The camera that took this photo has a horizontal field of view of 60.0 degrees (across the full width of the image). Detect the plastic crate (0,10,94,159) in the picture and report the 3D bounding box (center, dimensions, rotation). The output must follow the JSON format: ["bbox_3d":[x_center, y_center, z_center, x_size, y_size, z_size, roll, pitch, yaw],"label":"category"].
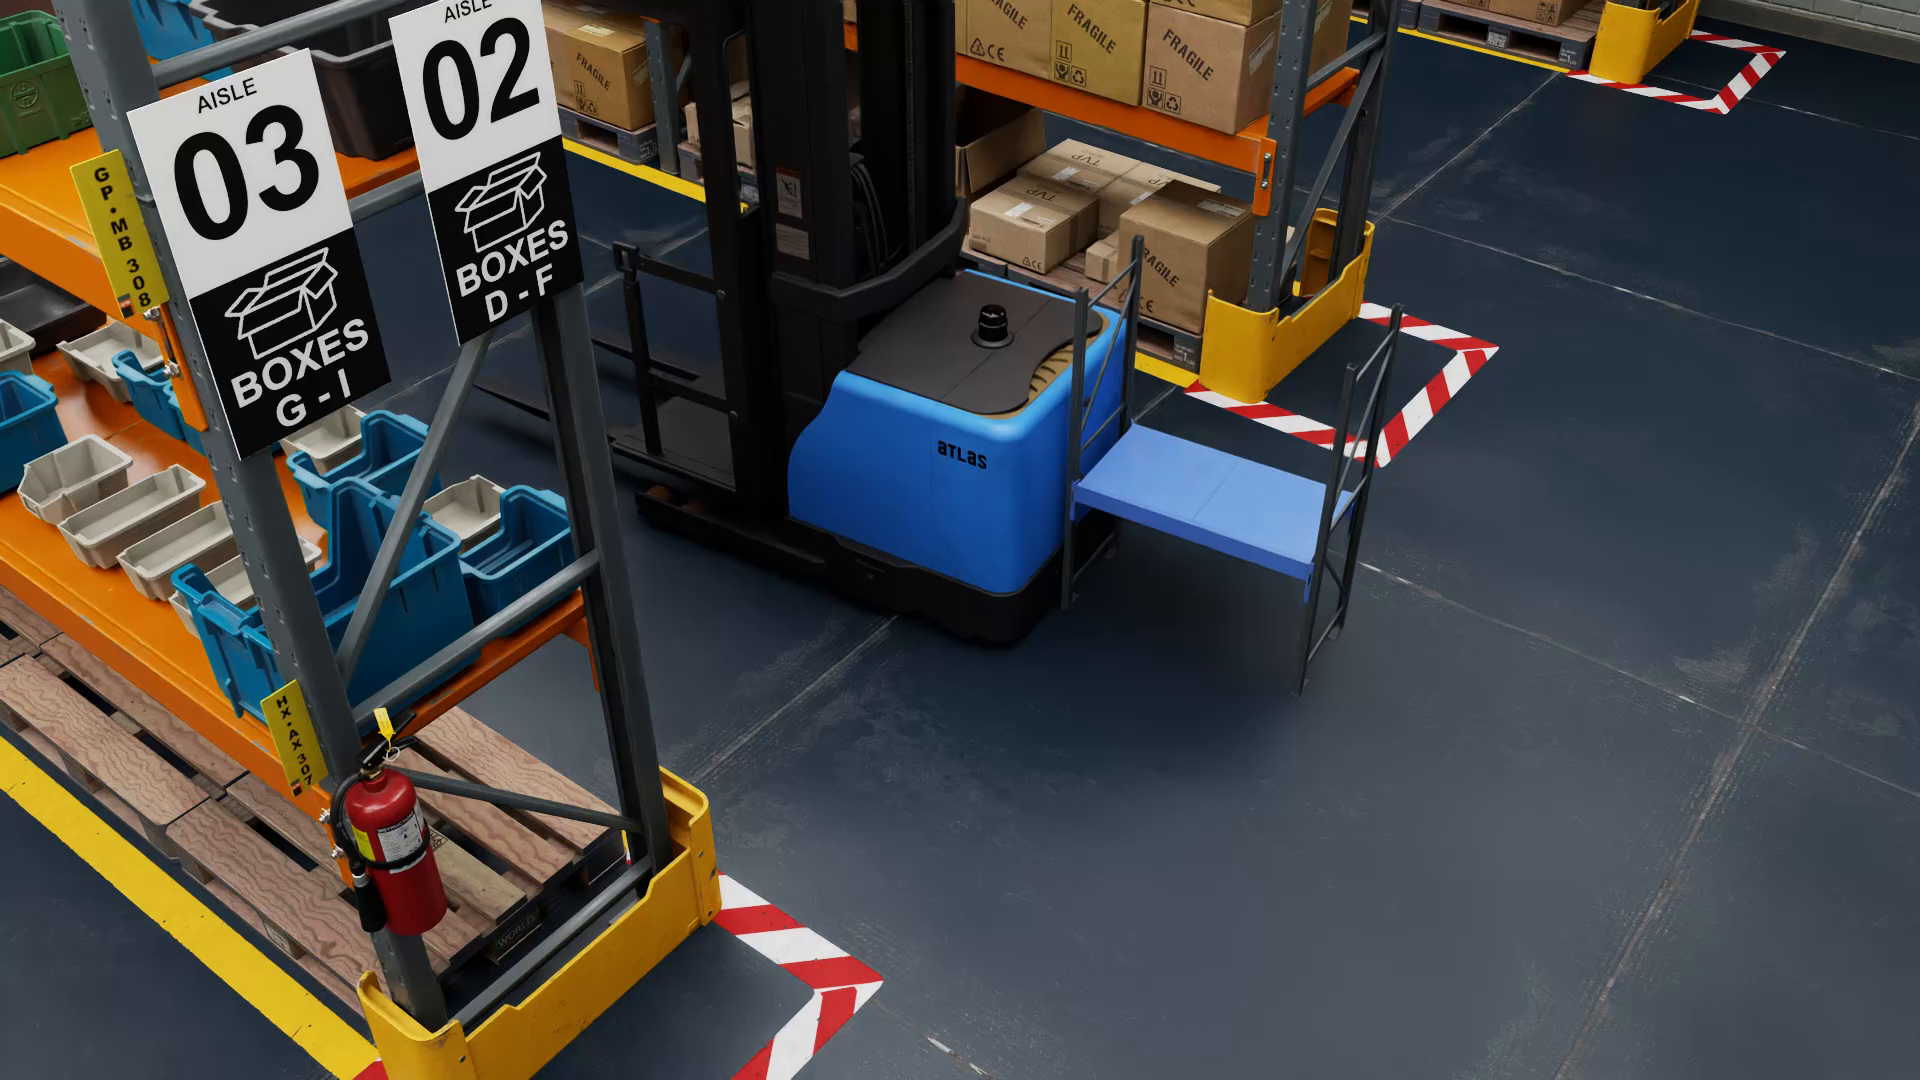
[{"bbox_3d":[-2.259,-1.051,3.898,0.336,0.188,0.450,25,45,29],"label":"plastic crate"}]

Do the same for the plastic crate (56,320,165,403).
[{"bbox_3d":[-2.914,-0.637,5.796,0.466,0.136,0.293,25,45,29],"label":"plastic crate"}]

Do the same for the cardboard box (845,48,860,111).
[{"bbox_3d":[-0.842,-2.761,10.014,0.500,0.500,0.500,25,45,29],"label":"cardboard box"}]

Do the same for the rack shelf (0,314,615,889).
[{"bbox_3d":[-2.891,-0.190,5.643,4.000,0.370,1.077,25,45,29],"label":"rack shelf"}]

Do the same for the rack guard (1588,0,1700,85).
[{"bbox_3d":[4.736,-3.582,11.419,0.348,0.500,1.175,25,45,29],"label":"rack guard"}]

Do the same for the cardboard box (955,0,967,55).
[{"bbox_3d":[-0.018,-2.793,8.303,0.500,0.500,0.500,25,44,28],"label":"cardboard box"}]

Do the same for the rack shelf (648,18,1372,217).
[{"bbox_3d":[0.121,-2.614,8.739,4.000,0.370,1.077,25,45,29],"label":"rack shelf"}]

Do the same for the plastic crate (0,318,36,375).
[{"bbox_3d":[-3.379,-0.537,5.550,0.530,0.282,0.437,25,45,29],"label":"plastic crate"}]

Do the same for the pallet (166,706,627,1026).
[{"bbox_3d":[-1.934,1.046,5.743,1.213,0.211,1.003,25,45,29],"label":"pallet"}]

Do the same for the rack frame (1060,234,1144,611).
[{"bbox_3d":[0.557,-0.434,6.588,0.032,1.500,0.500,20,42,24],"label":"rack frame"}]

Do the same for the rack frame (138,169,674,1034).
[{"bbox_3d":[-1.302,0.276,4.464,0.127,3.000,1.000,25,45,29],"label":"rack frame"}]

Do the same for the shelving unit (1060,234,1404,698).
[{"bbox_3d":[0.993,-0.273,6.382,1.048,1.500,0.538,20,42,24],"label":"shelving unit"}]

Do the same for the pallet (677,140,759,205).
[{"bbox_3d":[-0.922,-2.290,10.004,1.213,0.211,1.003,25,45,29],"label":"pallet"}]

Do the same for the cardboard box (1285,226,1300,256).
[{"bbox_3d":[1.586,-1.524,8.719,0.250,0.149,0.380,25,45,29],"label":"cardboard box"}]

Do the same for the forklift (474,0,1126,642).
[{"bbox_3d":[-0.831,-1.422,6.689,3.031,2.935,1.130,20,42,24],"label":"forklift"}]

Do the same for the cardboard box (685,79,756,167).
[{"bbox_3d":[-1.265,-2.498,9.831,0.500,0.311,0.500,25,45,29],"label":"cardboard box"}]

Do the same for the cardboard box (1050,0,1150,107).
[{"bbox_3d":[0.775,-2.415,7.820,0.500,0.500,0.500,26,45,29],"label":"cardboard box"}]

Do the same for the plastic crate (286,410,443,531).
[{"bbox_3d":[-1.821,-0.182,5.136,0.300,0.233,0.416,25,45,29],"label":"plastic crate"}]

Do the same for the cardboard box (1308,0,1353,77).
[{"bbox_3d":[1.518,-2.483,7.907,0.500,0.500,0.500,26,45,29],"label":"cardboard box"}]

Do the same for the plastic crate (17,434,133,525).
[{"bbox_3d":[-2.764,-0.170,5.200,0.250,0.136,0.298,25,45,29],"label":"plastic crate"}]

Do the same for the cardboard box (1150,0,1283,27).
[{"bbox_3d":[1.189,-2.613,7.262,0.500,0.500,0.500,25,44,28],"label":"cardboard box"}]

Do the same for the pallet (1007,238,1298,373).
[{"bbox_3d":[1.016,-1.377,8.837,1.213,0.211,1.003,25,45,29],"label":"pallet"}]

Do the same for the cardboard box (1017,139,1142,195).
[{"bbox_3d":[0.656,-1.956,9.188,0.500,0.250,0.500,25,45,29],"label":"cardboard box"}]

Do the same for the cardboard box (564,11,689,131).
[{"bbox_3d":[-2.033,-2.880,10.166,0.500,0.500,0.500,25,44,28],"label":"cardboard box"}]

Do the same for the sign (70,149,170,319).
[{"bbox_3d":[-1.624,-0.589,3.220,0.005,0.325,0.100,25,45,29],"label":"sign"}]

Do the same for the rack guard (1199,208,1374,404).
[{"bbox_3d":[1.650,-1.192,8.367,0.348,0.500,1.175,25,45,29],"label":"rack guard"}]

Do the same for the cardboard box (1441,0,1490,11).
[{"bbox_3d":[3.702,-4.157,11.813,0.500,0.500,0.700,25,45,28],"label":"cardboard box"}]

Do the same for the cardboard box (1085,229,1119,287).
[{"bbox_3d":[0.861,-1.485,8.654,0.250,0.166,0.380,25,45,29],"label":"cardboard box"}]

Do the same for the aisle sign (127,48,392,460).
[{"bbox_3d":[-1.423,-0.577,3.445,0.004,0.787,0.394,25,45,29],"label":"aisle sign"}]

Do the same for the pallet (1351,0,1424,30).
[{"bbox_3d":[3.069,-4.195,12.438,1.213,0.211,1.003,25,45,29],"label":"pallet"}]

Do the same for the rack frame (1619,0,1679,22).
[{"bbox_3d":[4.716,-4.575,10.660,0.127,3.000,1.000,25,45,29],"label":"rack frame"}]

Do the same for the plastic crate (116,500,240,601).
[{"bbox_3d":[-2.281,0.024,4.952,0.243,0.136,0.396,25,45,29],"label":"plastic crate"}]

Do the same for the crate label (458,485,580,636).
[{"bbox_3d":[-1.298,0.065,4.821,0.303,0.233,0.416,25,45,29],"label":"crate label"}]

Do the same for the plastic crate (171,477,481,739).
[{"bbox_3d":[-1.682,0.204,4.478,0.499,0.435,0.616,25,45,29],"label":"plastic crate"}]

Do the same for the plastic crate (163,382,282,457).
[{"bbox_3d":[-2.344,-0.429,5.451,0.300,0.233,0.416,25,45,29],"label":"plastic crate"}]

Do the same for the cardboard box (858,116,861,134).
[{"bbox_3d":[-0.247,-2.405,9.713,0.500,0.311,0.500,25,45,29],"label":"cardboard box"}]

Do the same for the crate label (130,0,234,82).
[{"bbox_3d":[-1.839,-1.350,4.229,0.502,0.251,0.408,25,45,29],"label":"crate label"}]

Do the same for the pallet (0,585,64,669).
[{"bbox_3d":[-3.872,0.132,6.910,1.213,0.211,1.003,25,45,29],"label":"pallet"}]
